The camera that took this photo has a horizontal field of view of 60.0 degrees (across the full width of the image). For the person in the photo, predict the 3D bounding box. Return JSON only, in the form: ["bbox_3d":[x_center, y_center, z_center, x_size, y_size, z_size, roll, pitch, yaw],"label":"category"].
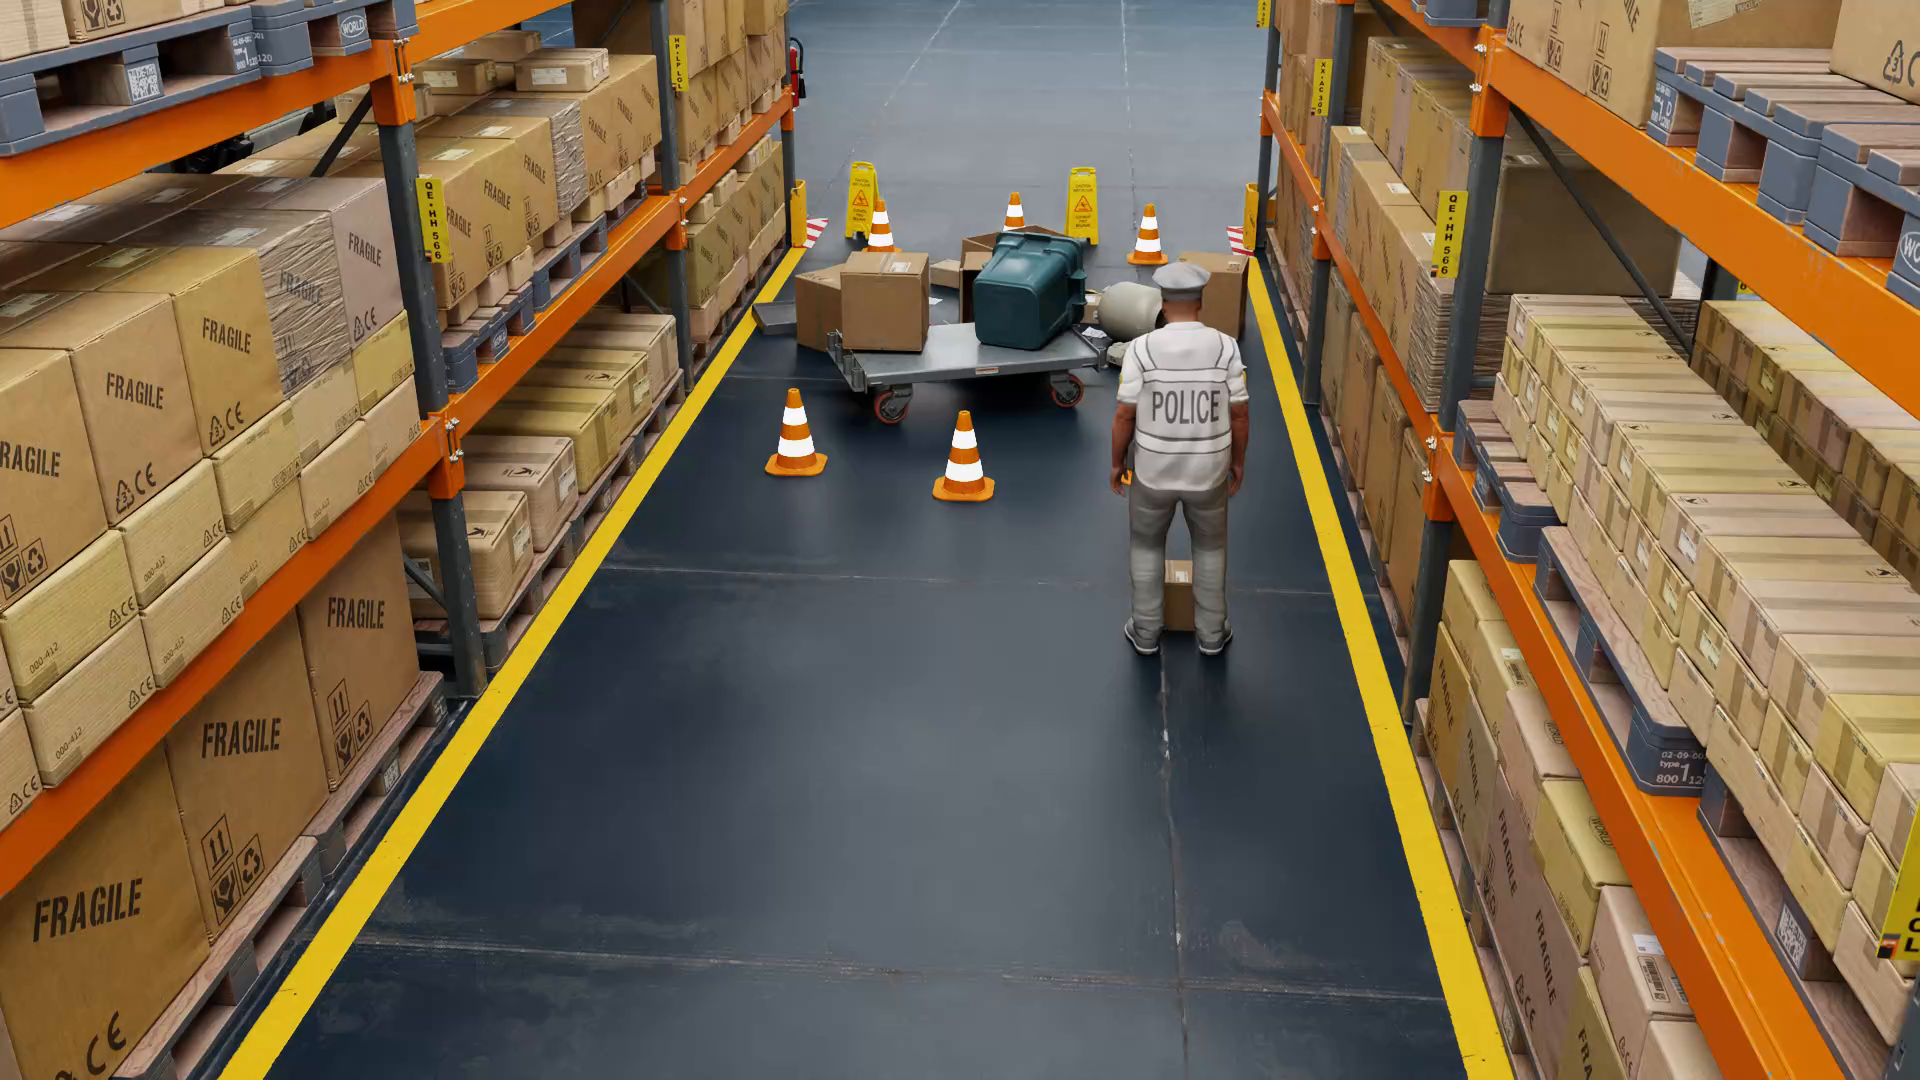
[{"bbox_3d":[0.961,-0.312,7.280,0.604,1.751,0.427,1,24,2],"label":"person"}]
